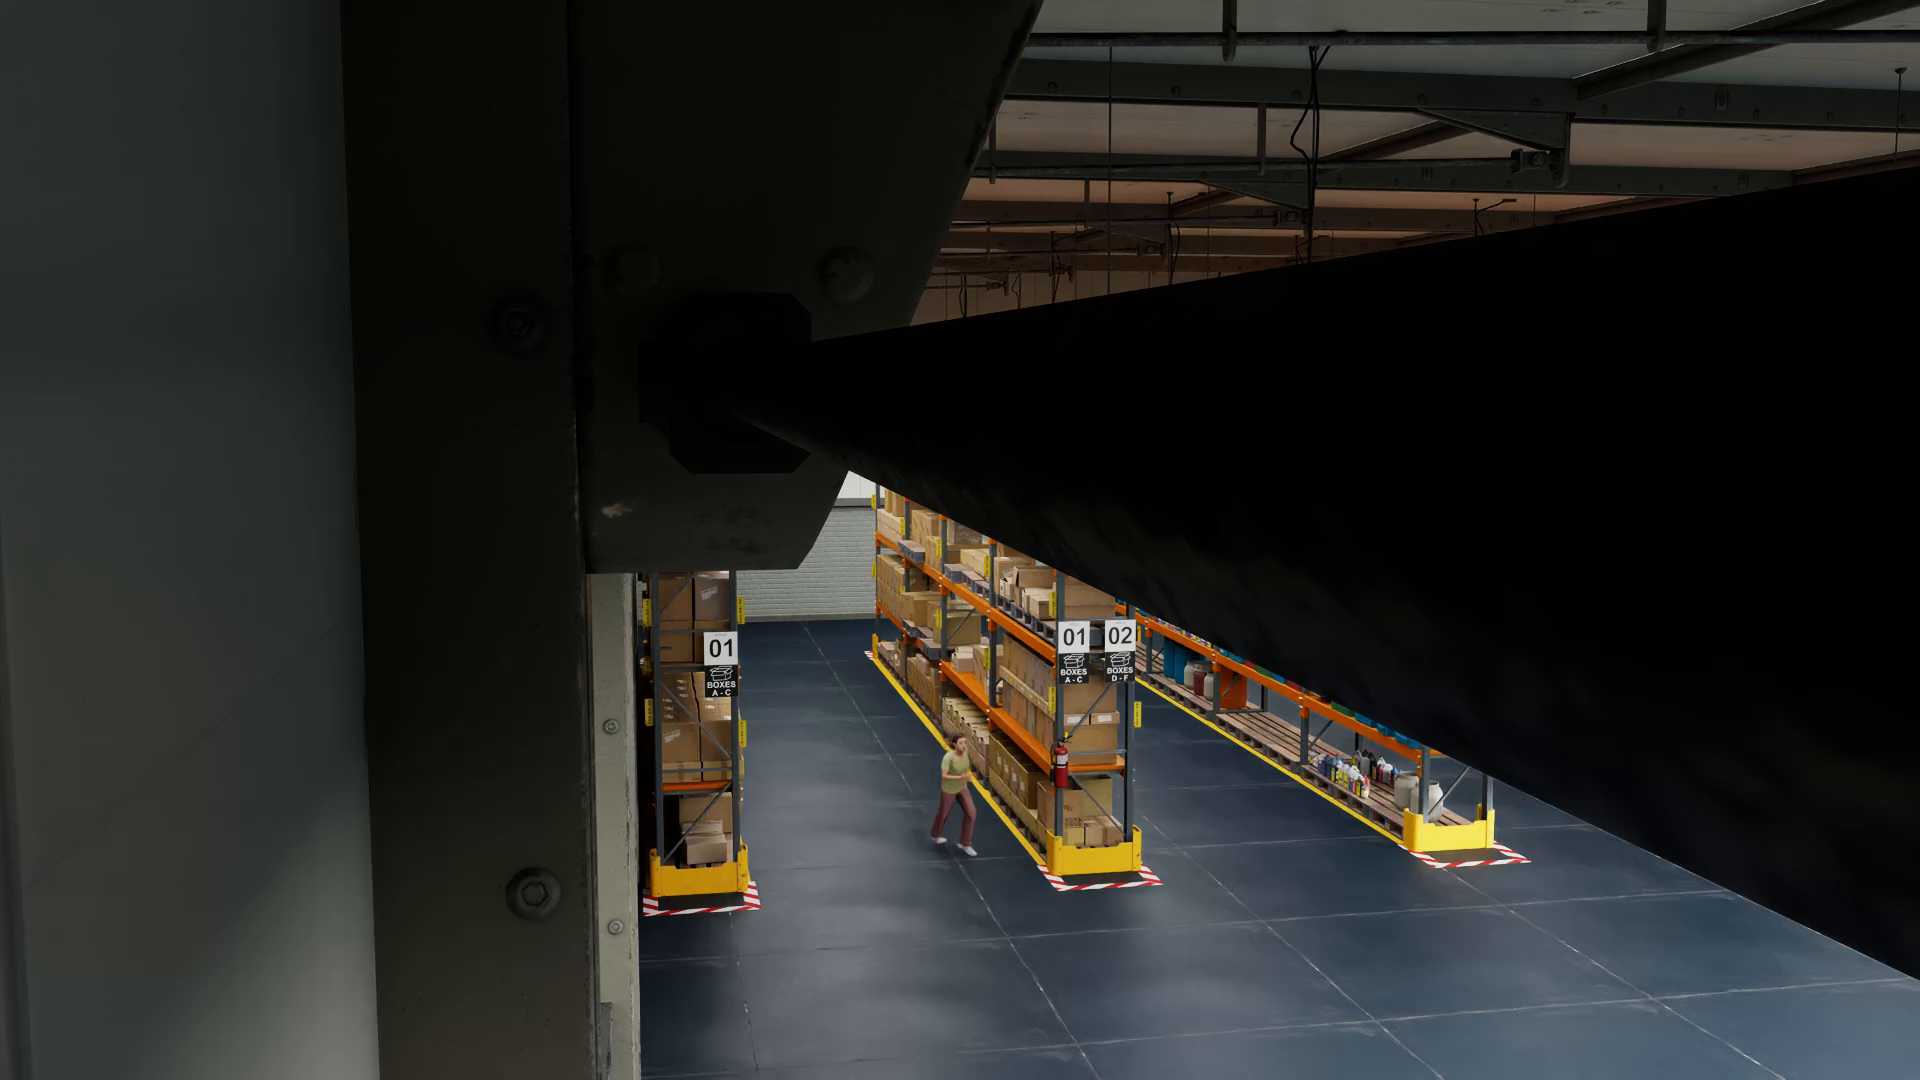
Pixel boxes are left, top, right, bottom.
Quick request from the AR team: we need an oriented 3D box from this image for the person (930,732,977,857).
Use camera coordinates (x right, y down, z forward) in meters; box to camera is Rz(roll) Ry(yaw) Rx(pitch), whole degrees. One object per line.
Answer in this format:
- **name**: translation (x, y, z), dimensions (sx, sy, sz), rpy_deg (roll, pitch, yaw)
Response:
- **person**: translation (-0.080, 3.294, 21.786), dimensions (0.580, 1.640, 0.930), rpy_deg (-4, 7, -33)
